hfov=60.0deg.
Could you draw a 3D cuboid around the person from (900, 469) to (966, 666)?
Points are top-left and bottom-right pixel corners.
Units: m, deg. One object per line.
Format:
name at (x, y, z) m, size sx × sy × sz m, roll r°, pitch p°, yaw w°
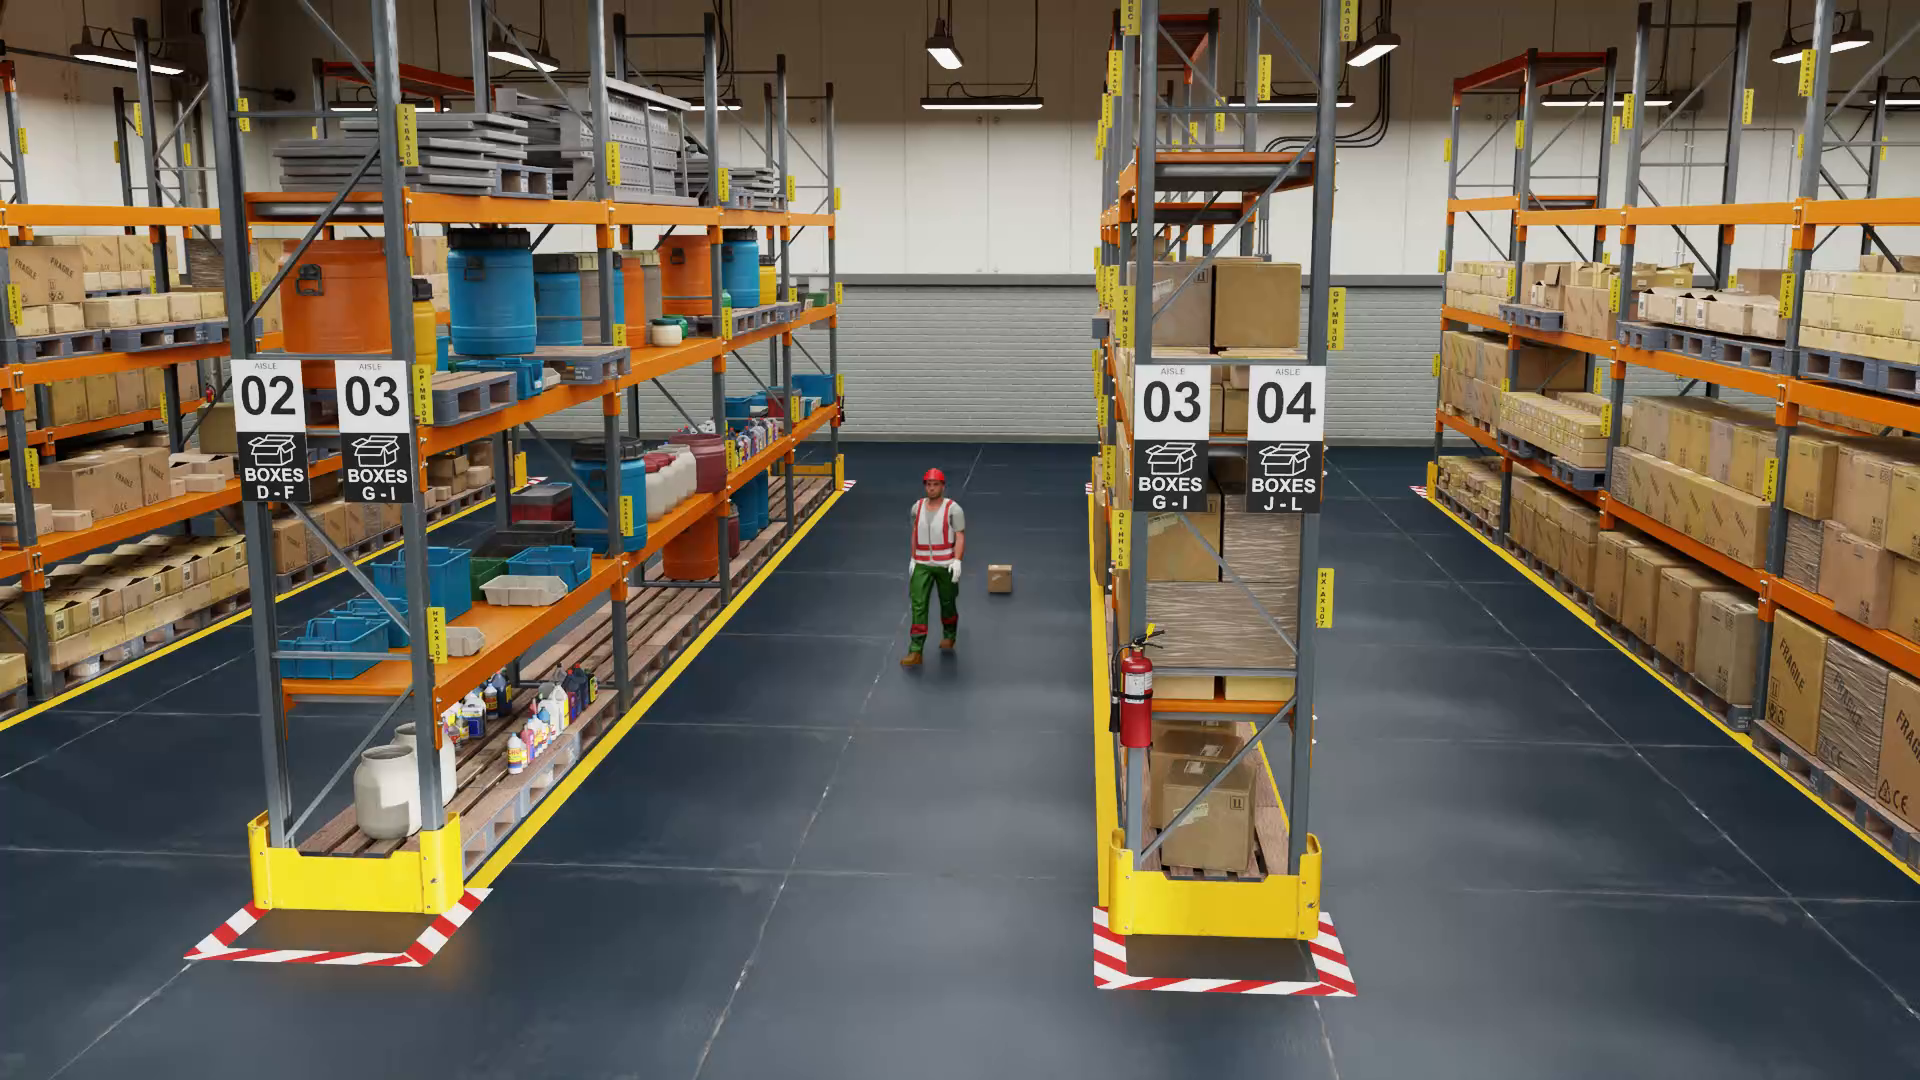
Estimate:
person at (-0.242, 0.227, 15.102) m, size 0.587 × 1.733 × 1.023 m, roll 3°, pitch 11°, yaw 14°
